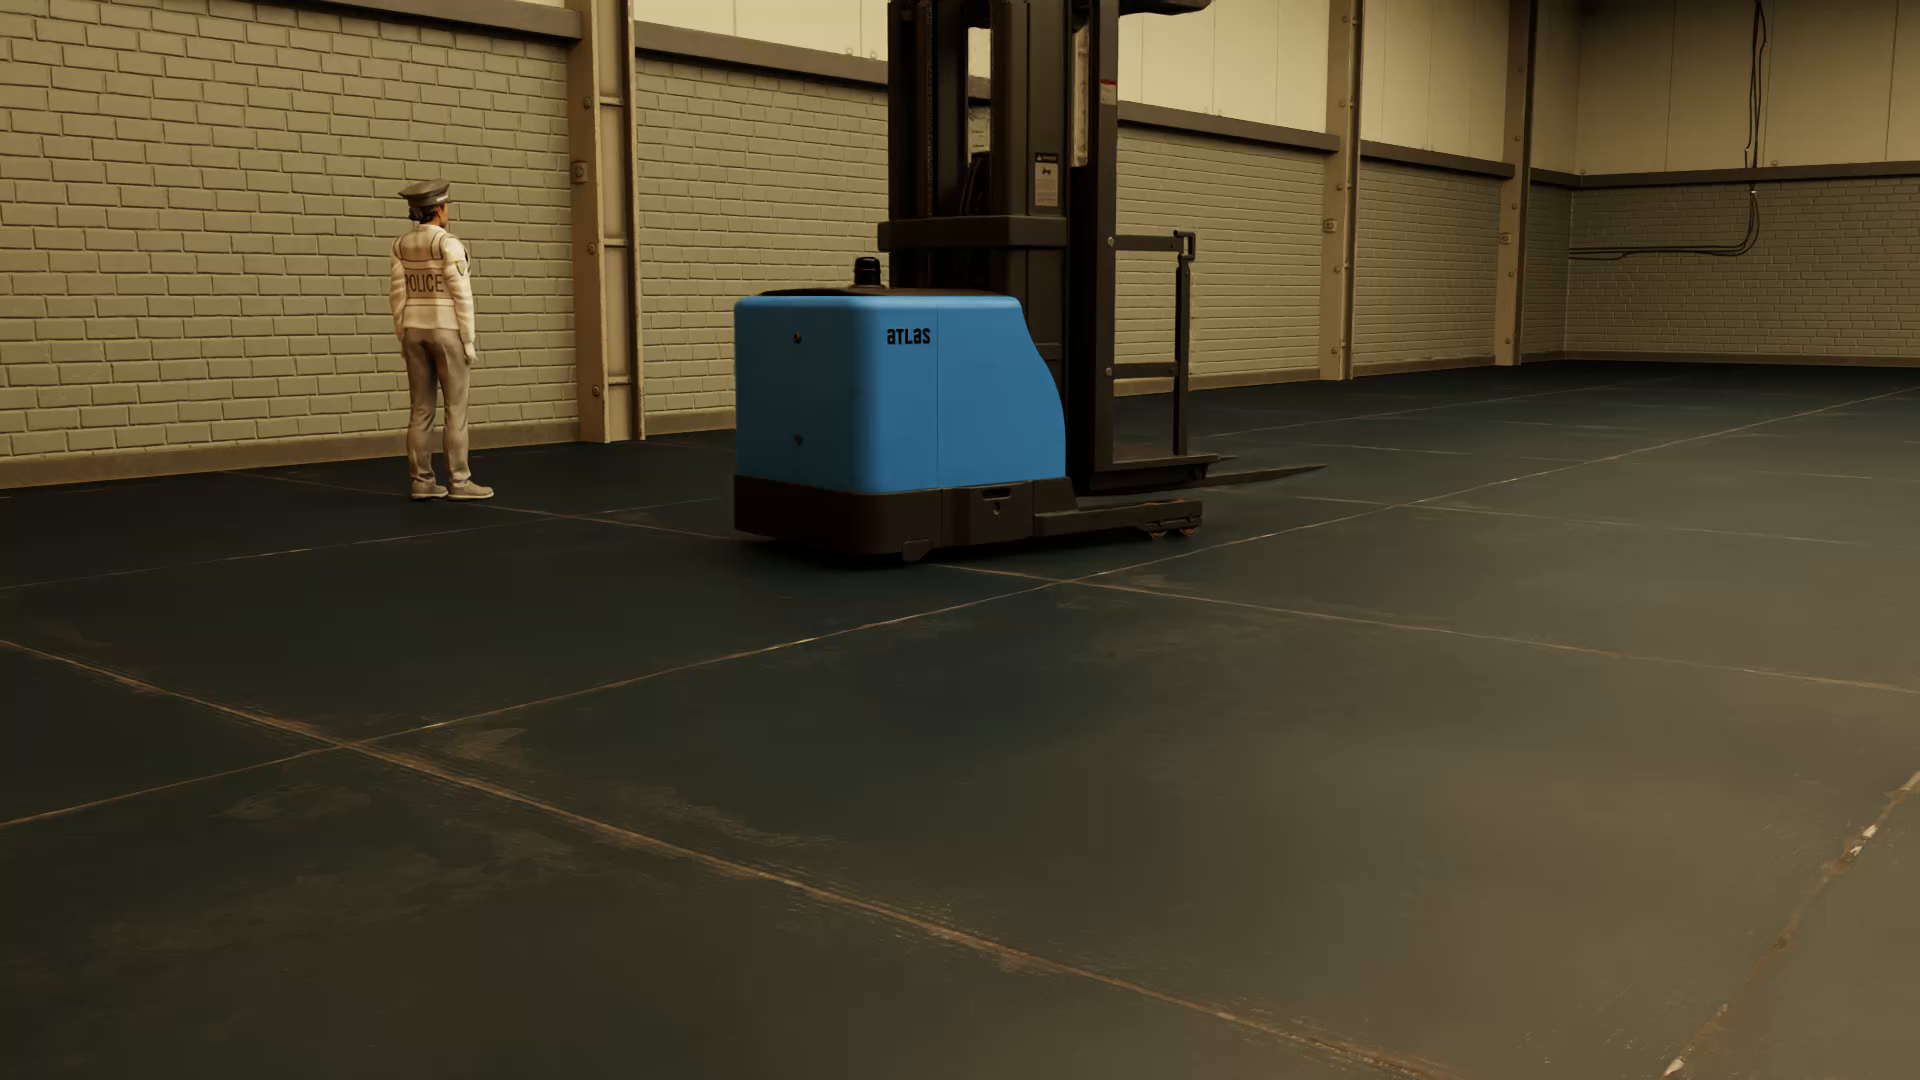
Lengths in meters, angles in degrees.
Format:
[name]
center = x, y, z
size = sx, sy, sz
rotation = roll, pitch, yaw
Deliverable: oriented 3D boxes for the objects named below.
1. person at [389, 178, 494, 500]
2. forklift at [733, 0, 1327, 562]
[person]
center = -2.762, -1.056, 8.797
size = 0.464, 1.692, 0.336
rotation = 3, 9, 19
[forklift]
center = 0.482, -1.510, 7.601
size = 3.031, 2.935, 1.130
rotation = -7, 11, -38
